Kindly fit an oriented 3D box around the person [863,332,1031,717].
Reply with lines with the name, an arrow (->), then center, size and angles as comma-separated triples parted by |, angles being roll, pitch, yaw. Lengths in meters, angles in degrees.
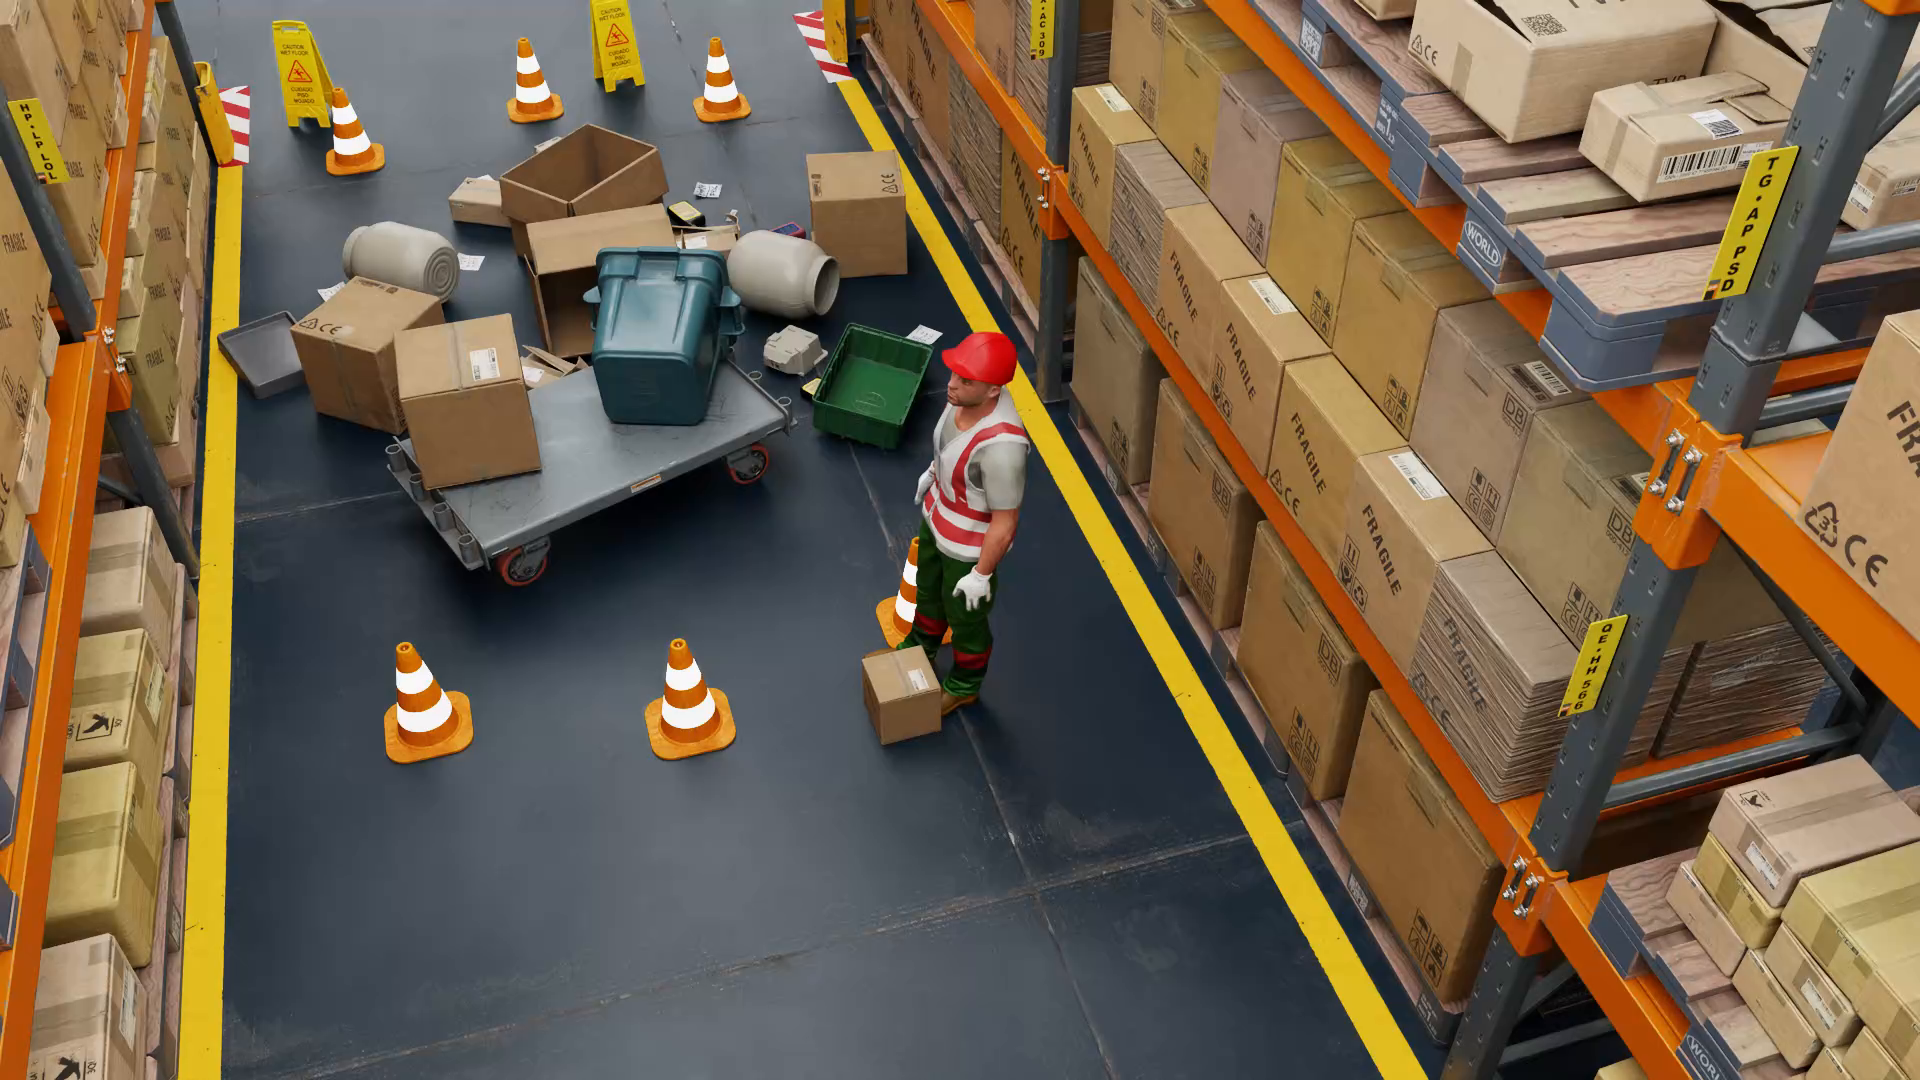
person -> -0.059, -0.023, 6.154 | 0.562, 1.789, 0.638 | -12, 43, -13
